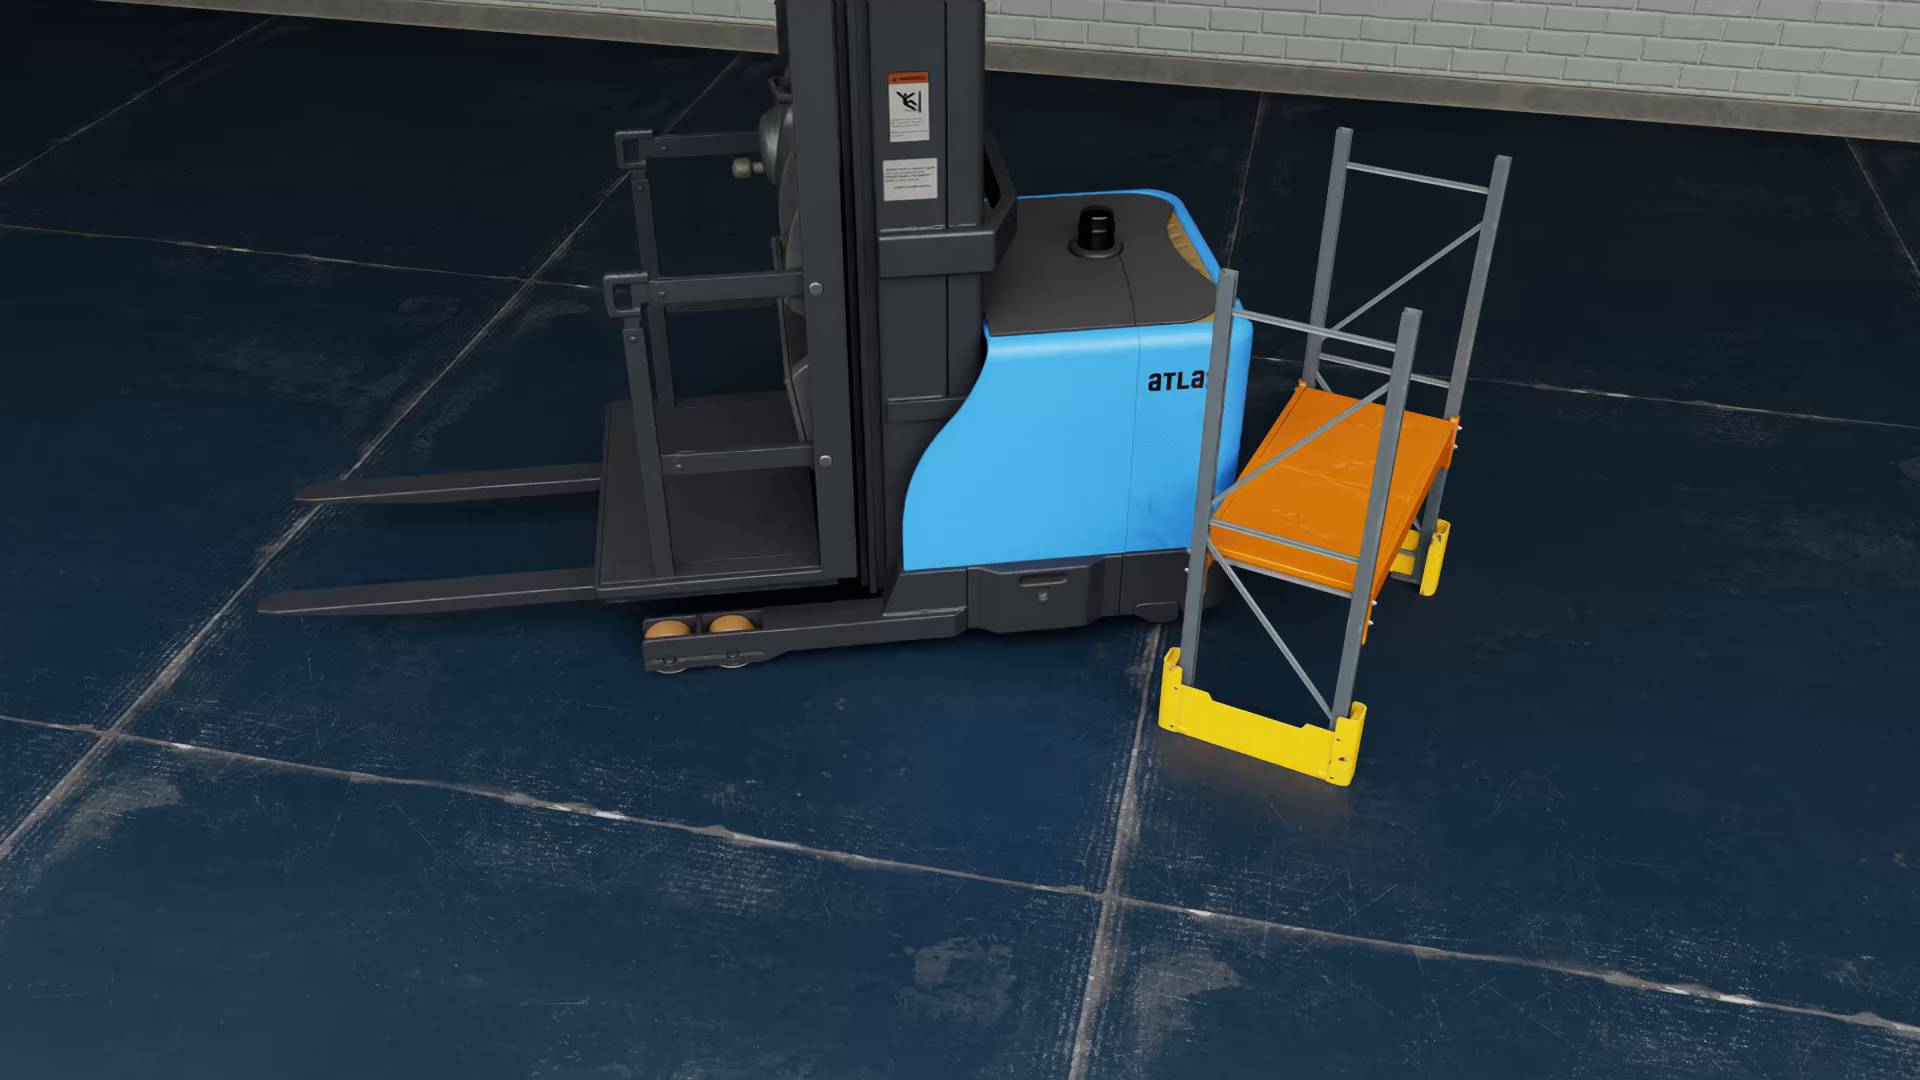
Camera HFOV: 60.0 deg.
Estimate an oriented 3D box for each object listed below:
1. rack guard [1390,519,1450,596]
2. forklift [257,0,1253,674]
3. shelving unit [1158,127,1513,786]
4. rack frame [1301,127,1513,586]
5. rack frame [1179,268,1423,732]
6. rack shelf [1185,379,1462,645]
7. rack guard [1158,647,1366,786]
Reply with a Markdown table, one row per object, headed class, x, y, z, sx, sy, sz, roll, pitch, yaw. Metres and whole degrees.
| class | x | y | z | sx | sy | sz | roll | pitch | yaw |
| --- | --- | --- | --- | --- | --- | --- | --- | --- | --- |
| rack guard | 1.317 | -0.011 | 5.553 | 0.587 | 0.250 | 0.087 | 16 | 39 | 21 |
| forklift | -0.690 | -1.102 | 4.773 | 3.031 | 2.935 | 1.130 | -5 | 36 | -6 |
| shelving unit | 1.093 | -0.256 | 4.826 | 0.587 | 1.500 | 1.083 | 16 | 39 | 21 |
| rack frame | 1.325 | -0.528 | 5.200 | 0.500 | 1.500 | 0.032 | 16 | 39 | 21 |
| rack frame | 0.868 | 0.005 | 4.465 | 0.500 | 1.500 | 0.032 | 16 | 39 | 21 |
| rack shelf | 1.097 | -0.115 | 4.938 | 0.538 | 0.185 | 1.000 | 16 | 39 | 21 |
| rack guard | 0.869 | 0.511 | 4.832 | 0.587 | 0.250 | 0.087 | 16 | 39 | 21 |
